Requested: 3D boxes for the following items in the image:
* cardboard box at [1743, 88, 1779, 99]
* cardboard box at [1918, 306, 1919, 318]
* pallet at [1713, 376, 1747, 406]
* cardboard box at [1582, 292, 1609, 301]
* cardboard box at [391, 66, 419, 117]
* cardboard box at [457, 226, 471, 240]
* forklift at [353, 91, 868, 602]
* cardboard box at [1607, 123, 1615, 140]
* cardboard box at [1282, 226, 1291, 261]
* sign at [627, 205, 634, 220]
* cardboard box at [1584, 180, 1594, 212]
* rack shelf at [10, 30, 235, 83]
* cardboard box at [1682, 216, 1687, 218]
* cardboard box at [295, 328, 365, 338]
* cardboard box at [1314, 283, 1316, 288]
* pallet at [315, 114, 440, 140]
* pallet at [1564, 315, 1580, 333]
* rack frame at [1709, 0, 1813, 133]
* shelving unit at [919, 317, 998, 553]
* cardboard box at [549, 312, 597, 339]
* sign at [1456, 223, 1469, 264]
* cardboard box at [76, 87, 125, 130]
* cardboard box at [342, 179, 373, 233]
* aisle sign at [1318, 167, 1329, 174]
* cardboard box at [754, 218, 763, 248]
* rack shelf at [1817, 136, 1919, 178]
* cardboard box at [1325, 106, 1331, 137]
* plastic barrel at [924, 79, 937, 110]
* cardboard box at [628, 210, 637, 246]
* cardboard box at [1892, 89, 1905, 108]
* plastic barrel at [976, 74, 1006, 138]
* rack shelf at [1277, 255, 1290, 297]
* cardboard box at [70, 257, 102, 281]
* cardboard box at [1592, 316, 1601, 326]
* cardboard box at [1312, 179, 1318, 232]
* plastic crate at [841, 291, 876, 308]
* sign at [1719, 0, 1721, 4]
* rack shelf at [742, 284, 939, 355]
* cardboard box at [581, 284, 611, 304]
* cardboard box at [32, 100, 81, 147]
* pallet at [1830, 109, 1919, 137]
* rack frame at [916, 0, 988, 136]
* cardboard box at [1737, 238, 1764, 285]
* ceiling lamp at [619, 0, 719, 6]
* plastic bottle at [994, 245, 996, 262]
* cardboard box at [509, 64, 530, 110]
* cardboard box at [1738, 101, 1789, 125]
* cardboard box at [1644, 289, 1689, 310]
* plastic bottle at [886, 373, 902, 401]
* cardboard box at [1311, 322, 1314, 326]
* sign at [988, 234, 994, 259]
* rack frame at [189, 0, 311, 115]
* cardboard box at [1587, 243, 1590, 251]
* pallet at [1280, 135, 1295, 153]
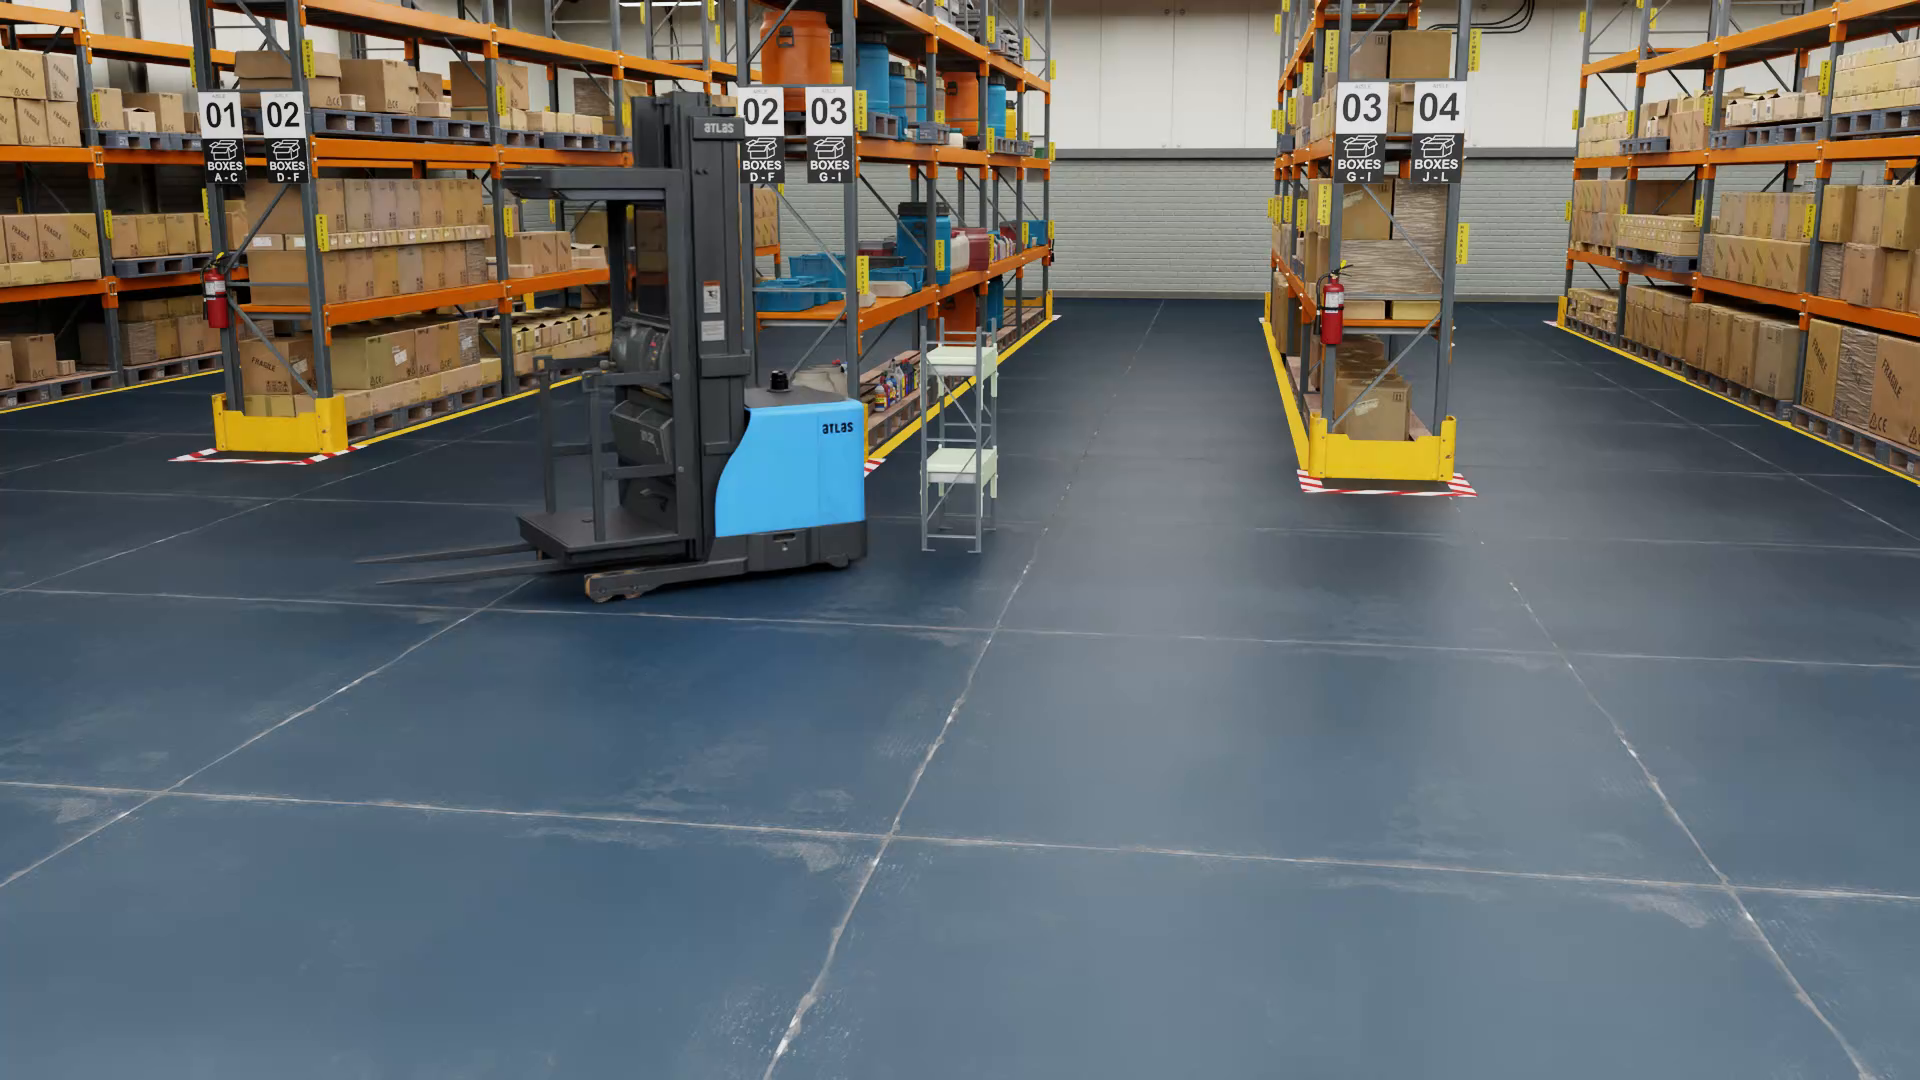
[{"bbox_3d":[10.048,-5.547,20.939,0.396,0.266,0.258,2,12,9],"label":"cardboard box"},{"bbox_3d":[8.479,-2.077,13.656,0.875,0.550,0.550,2,12,9],"label":"cardboard box"},{"bbox_3d":[9.249,-1.697,18.868,1.003,0.211,1.213,2,12,9],"label":"pallet"},{"bbox_3d":[10.403,-3.981,27.205,0.380,0.149,0.250,1,12,6],"label":"cardboard box"},{"bbox_3d":[-6.032,-4.598,17.014,0.797,0.503,0.637,3,13,15],"label":"cardboard box"},{"bbox_3d":[-5.562,-3.343,18.106,0.380,0.149,0.250,2,12,7],"label":"cardboard box"},{"bbox_3d":[-2.128,-1.193,10.070,3.031,2.935,1.130,-7,14,-29],"label":"forklift"},{"bbox_3d":[10.237,-6.266,25.499,0.500,0.250,0.500,2,12,11],"label":"cardboard box"},{"bbox_3d":[4.893,-4.242,23.820,0.500,0.500,0.500,2,12,7],"label":"cardboard box"},{"bbox_3d":[-4.490,-4.527,22.633,0.100,0.325,0.005,2,12,9],"label":"sign"},{"bbox_3d":[10.360,-5.526,26.698,0.500,0.500,0.500,2,12,7],"label":"cardboard box"},{"bbox_3d":[-10.242,-6.108,21.131,1.077,0.370,4.000,2,12,9],"label":"rack shelf"},{"bbox_3d":[10.259,-4.427,23.103,0.380,0.149,0.250,2,12,8],"label":"cardboard box"},{"bbox_3d":[-6.341,-1.871,16.805,0.500,0.500,0.500,2,12,9],"label":"cardboard box"},{"bbox_3d":[3.636,-2.406,16.132,0.380,0.149,0.250,2,12,9],"label":"cardboard box"},{"bbox_3d":[-5.950,-4.138,16.662,1.003,0.211,1.213,2,12,9],"label":"pallet"},{"bbox_3d":[10.693,-3.594,27.668,1.003,0.211,1.213,2,12,9],"label":"pallet"},{"bbox_3d":[9.635,-6.408,19.867,1.000,3.000,0.127,2,12,9],"label":"rack frame"},{"bbox_3d":[-0.001,-0.732,11.329,0.431,1.500,0.755,2,12,9],"label":"shelving unit"},{"bbox_3d":[-5.030,-2.784,21.489,0.500,0.311,0.500,2,12,8],"label":"cardboard box"},{"bbox_3d":[4.055,-2.397,13.442,0.100,0.325,0.005,2,12,9],"label":"sign"},{"bbox_3d":[-10.386,-5.138,19.858,0.500,0.500,0.500,4,13,17],"label":"cardboard box"},{"bbox_3d":[-6.101,-3.214,15.970,0.700,0.500,0.500,2,12,7],"label":"cardboard box"},{"bbox_3d":[6.287,-6.598,28.820,0.394,0.787,0.004,2,12,9],"label":"aisle sign"},{"bbox_3d":[-3.767,-5.379,29.096,0.500,0.500,0.500,2,12,9],"label":"cardboard box"},{"bbox_3d":[8.712,-3.341,14.463,1.077,0.370,4.000,2,12,9],"label":"rack shelf"},{"bbox_3d":[3.416,-3.597,14.302,0.500,0.250,0.500,2,12,9],"label":"cardboard box"},{"bbox_3d":[-0.586,-5.194,20.334,0.600,0.830,0.708,2,12,9],"label":"plastic barrel"},{"bbox_3d":[-4.724,-4.552,24.261,0.700,0.500,0.500,4,13,19],"label":"cardboard box"},{"bbox_3d":[8.394,-3.859,14.521,0.380,0.149,0.250,2,12,9],"label":"cardboard box"},{"bbox_3d":[0.359,-6.207,23.866,0.600,0.901,0.708,2,12,9],"label":"plastic barrel"},{"bbox_3d":[5.057,-3.722,23.350,1.077,0.370,4.000,2,12,9],"label":"rack shelf"},{"bbox_3d":[-10.323,-3.134,19.224,0.500,0.250,0.500,2,12,9],"label":"cardboard box"},{"bbox_3d":[10.132,-3.428,26.049,0.380,0.149,0.250,2,12,9],"label":"cardboard box"},{"bbox_3d":[3.661,-3.214,15.969,0.500,0.500,0.500,2,12,9],"label":"cardboard box"},{"bbox_3d":[-0.920,-2.199,15.204,0.298,0.136,0.250,2,12,9],"label":"plastic crate"},{"bbox_3d":[10.799,-7.758,23.538,0.100,0.325,0.005,2,12,9],"label":"sign"},{"bbox_3d":[-1.068,-2.217,16.367,1.077,0.370,4.000,2,12,9],"label":"rack shelf"},{"bbox_3d":[-5.122,-3.553,23.967,0.500,0.250,0.500,2,12,11],"label":"cardboard box"},{"bbox_3d":[-10.383,-4.717,18.857,0.500,0.500,0.500,2,12,10],"label":"cardboard box"},{"bbox_3d":[8.883,-3.896,15.540,1.003,0.211,1.213,2,12,9],"label":"pallet"},{"bbox_3d":[-0.145,-6.750,21.455,1.000,3.000,0.127,2,12,9],"label":"rack frame"},{"bbox_3d":[9.067,-3.125,18.636,0.500,0.500,0.500,2,12,8],"label":"cardboard box"},{"bbox_3d":[-5.795,-12.067,32.270,2.000,3.185,0.800,2,12,9],"label":"ceiling lamp"},{"bbox_3d":[0.464,-4.098,23.694,0.097,0.271,0.097,0,12,0],"label":"plastic bottle"},{"bbox_3d":[-5.455,-5.357,19.692,0.500,0.500,0.500,3,13,14],"label":"cardboard box"},{"bbox_3d":[9.229,-4.875,18.994,0.500,0.250,0.500,2,12,10],"label":"cardboard box"},{"bbox_3d":[9.713,-3.296,22.822,0.500,0.250,0.500,2,12,11],"label":"cardboard box"},{"bbox_3d":[-0.682,-1.584,17.145,0.152,0.276,0.135,2,12,10],"label":"plastic bottle"},{"bbox_3d":[4.593,-2.394,20.372,0.700,0.500,0.500,1,12,4],"label":"cardboard box"},{"bbox_3d":[0.400,-3.881,21.994,0.100,0.325,0.005,2,12,9],"label":"sign"},{"bbox_3d":[-6.269,-5.246,14.476,1.000,3.000,0.127,2,12,9],"label":"rack frame"},{"bbox_3d":[10.494,-4.794,27.215,0.380,0.149,0.250,2,12,11],"label":"cardboard box"},{"bbox_3d":[4.796,-5.167,21.676,1.213,0.211,1.003,2,12,11],"label":"pallet"}]
